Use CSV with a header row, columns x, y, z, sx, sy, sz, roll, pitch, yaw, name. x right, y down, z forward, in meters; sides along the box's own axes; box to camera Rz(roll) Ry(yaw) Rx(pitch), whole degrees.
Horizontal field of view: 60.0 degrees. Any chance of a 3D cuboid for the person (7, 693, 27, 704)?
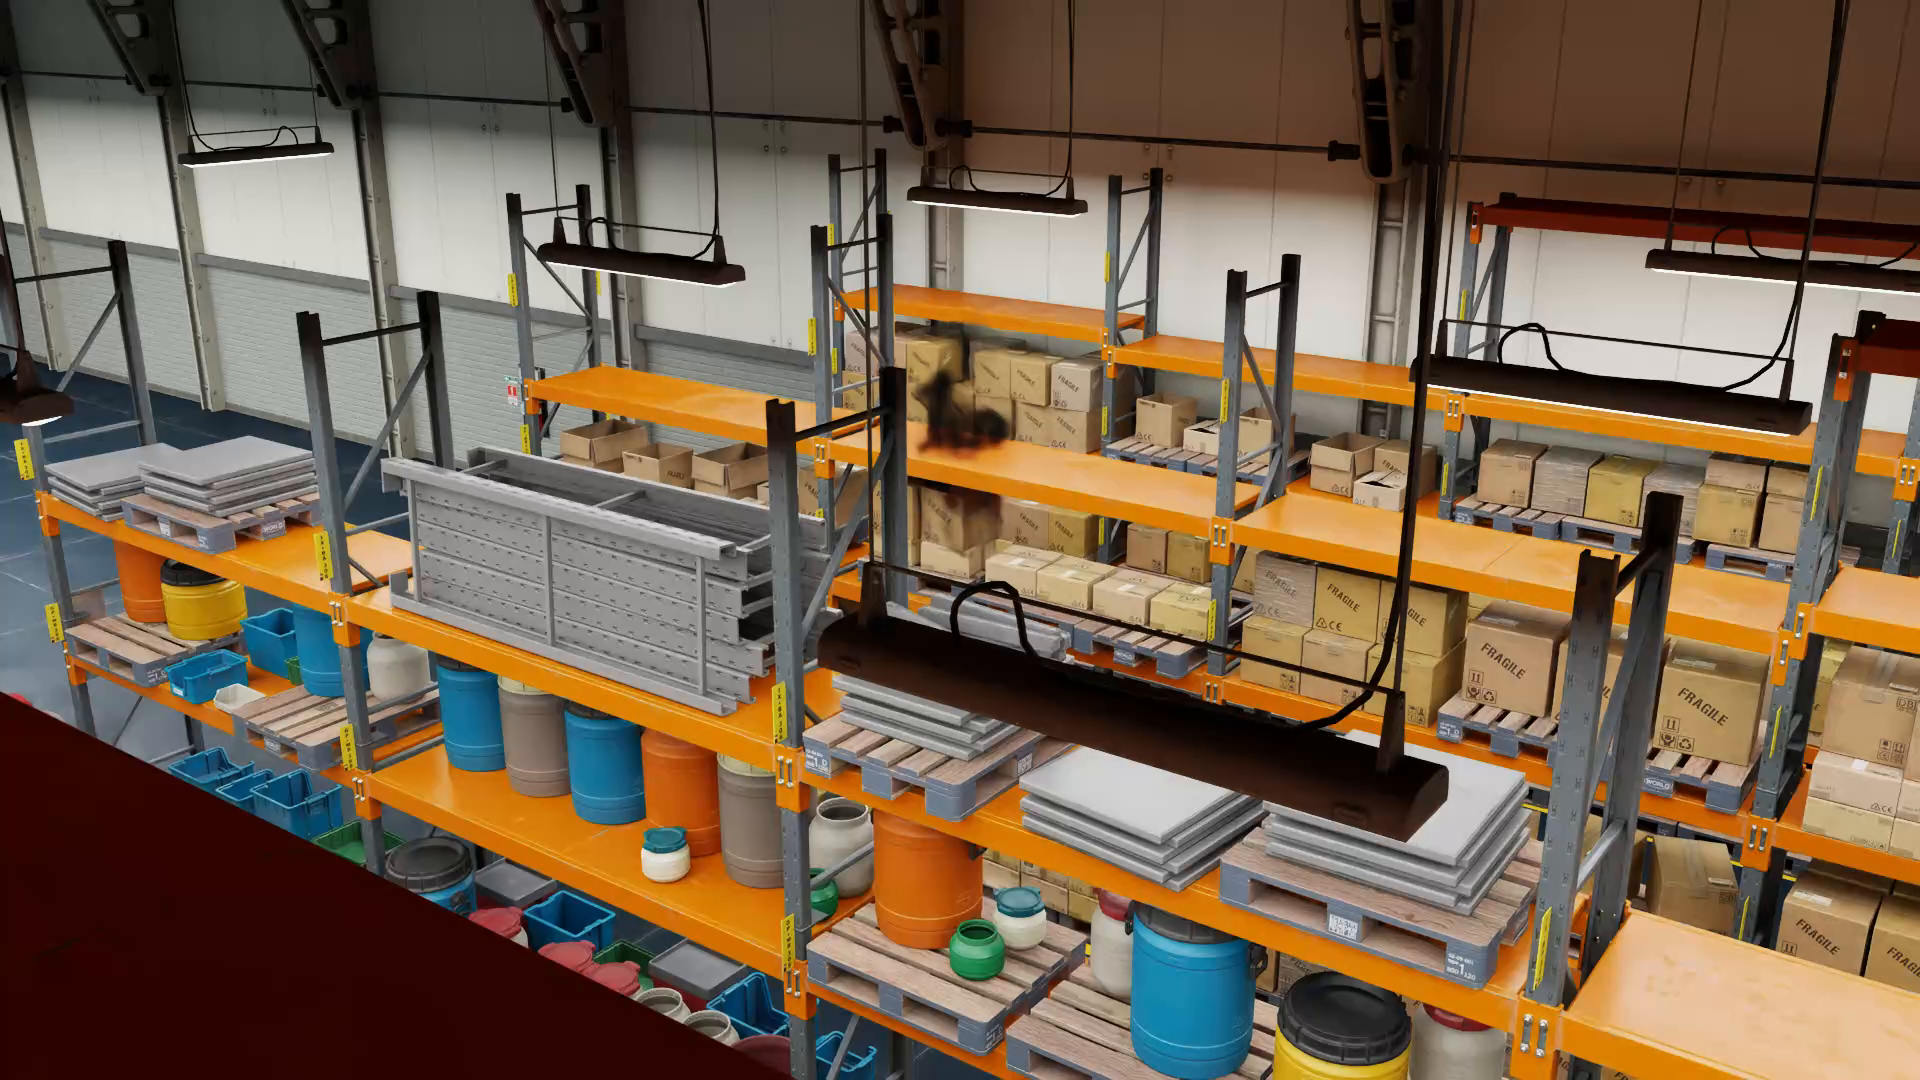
x,y,z,sx,sy,sz,roll,pitch,yaw,name
-8.604,2.250,15.560,0.882,1.782,0.668,-5,19,-15,person
